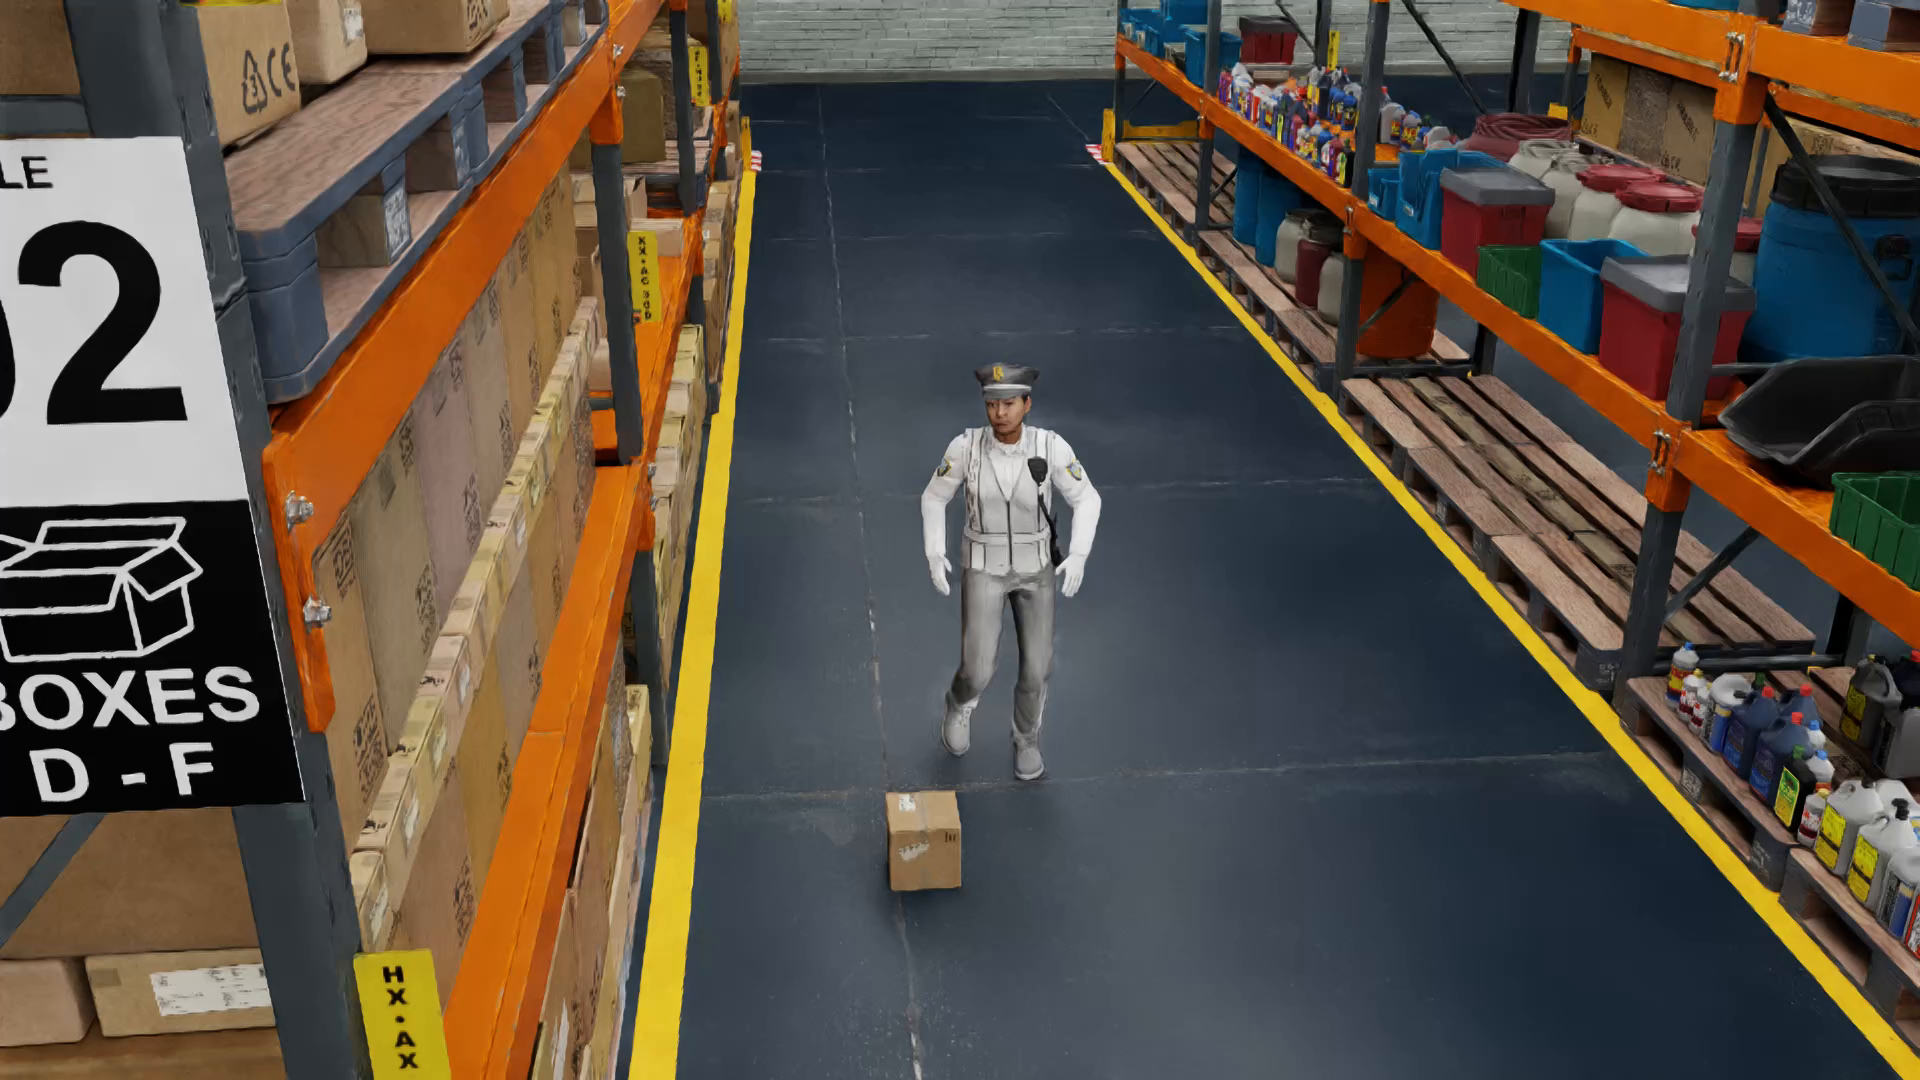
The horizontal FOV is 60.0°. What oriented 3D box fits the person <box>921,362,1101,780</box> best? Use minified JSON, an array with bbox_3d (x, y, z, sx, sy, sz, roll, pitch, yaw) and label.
[{"bbox_3d":[0.202,0.133,6.306,0.675,1.671,0.467,-2,24,-5],"label":"person"}]
